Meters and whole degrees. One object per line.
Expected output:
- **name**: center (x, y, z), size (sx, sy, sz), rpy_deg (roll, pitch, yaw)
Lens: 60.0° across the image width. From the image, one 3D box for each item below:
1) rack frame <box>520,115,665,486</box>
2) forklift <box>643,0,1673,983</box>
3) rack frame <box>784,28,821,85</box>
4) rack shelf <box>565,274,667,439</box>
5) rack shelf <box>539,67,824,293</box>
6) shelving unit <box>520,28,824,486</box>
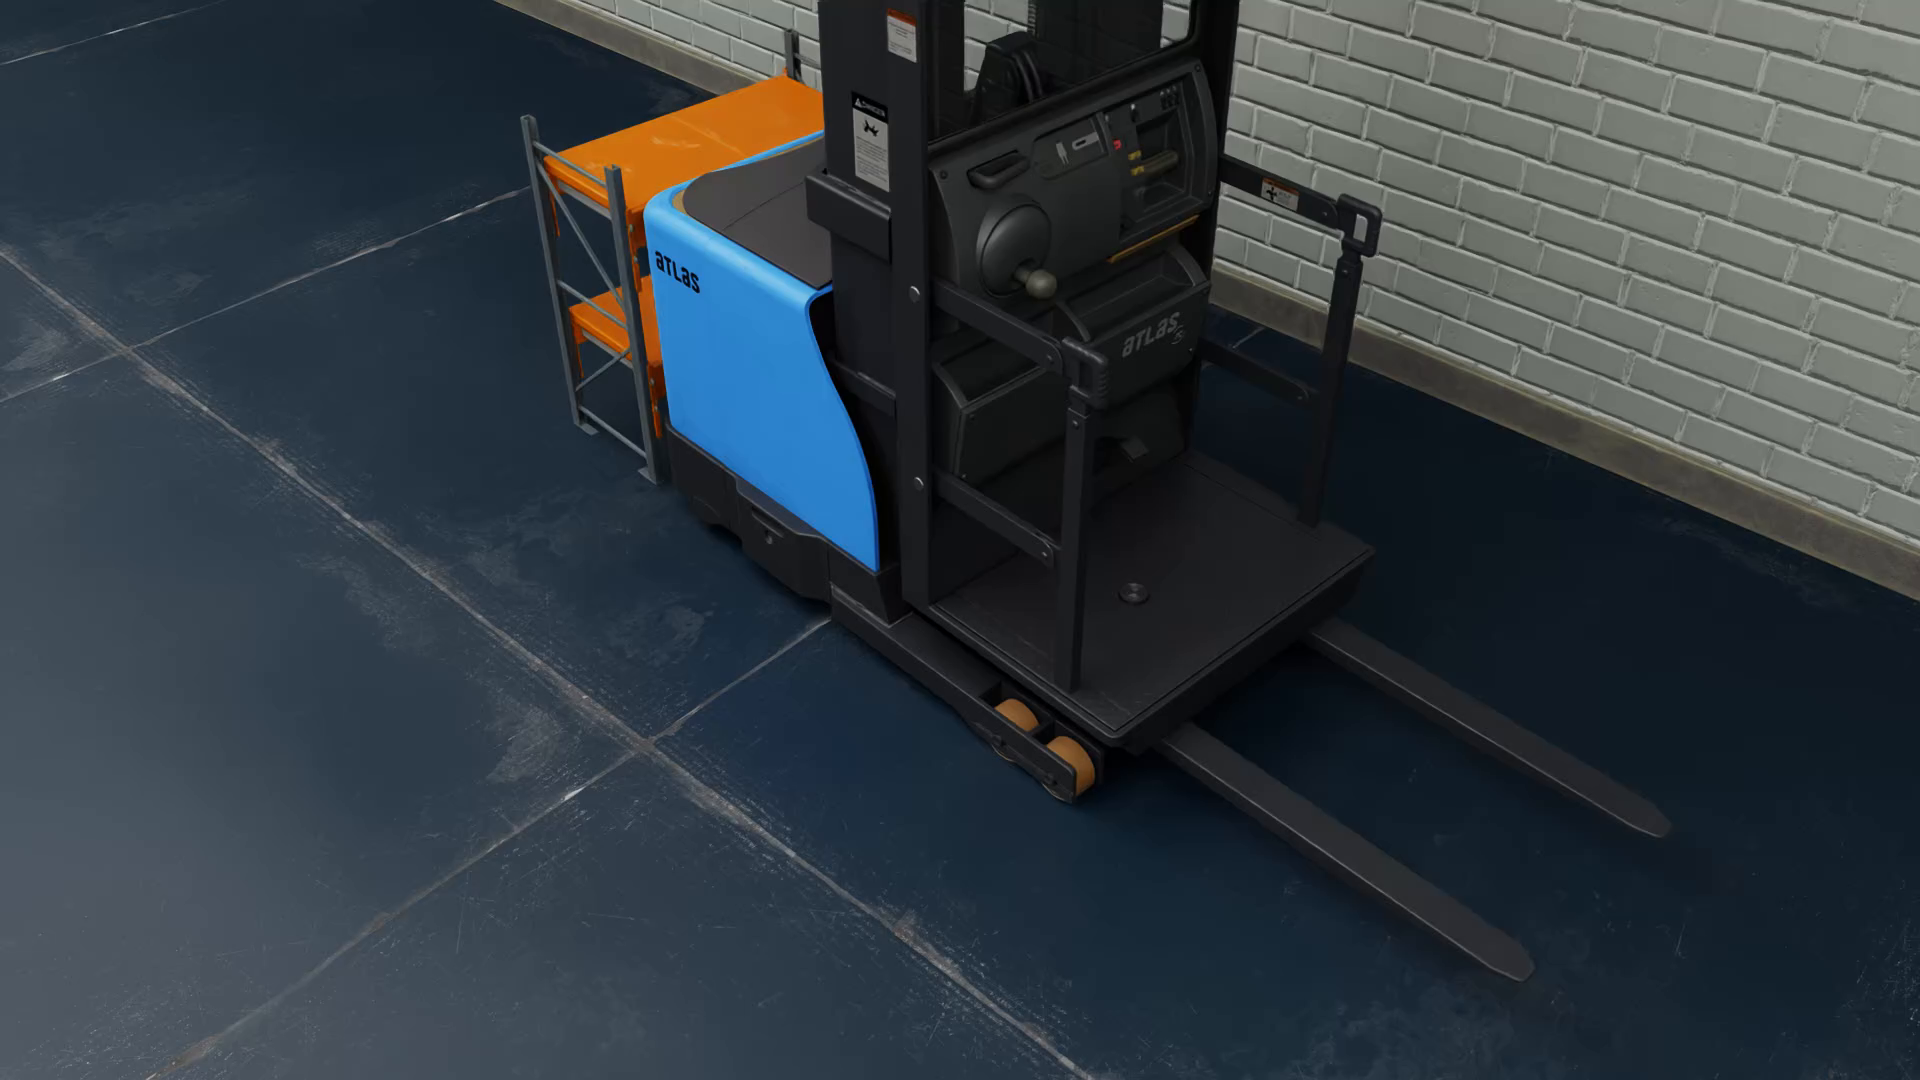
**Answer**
- **rack frame**: center (-1.157, -0.738, 5.274), size (0.032, 1.125, 0.500), rpy_deg (-30, 47, -32)
- **forklift**: center (0.448, -0.826, 3.933), size (1.130, 2.935, 3.031), rpy_deg (-30, 47, -32)
- **rack frame**: center (-0.413, -1.169, 5.816), size (0.032, 1.125, 0.500), rpy_deg (-30, 47, -32)
- **rack shelf**: center (-0.785, -0.762, 5.697), size (1.000, 0.278, 0.538), rpy_deg (-30, 47, -32)
- **rack shelf**: center (-0.785, -1.183, 5.363), size (1.000, 0.278, 0.538), rpy_deg (-30, 47, -32)
- **shelving unit**: center (-0.785, -0.954, 5.545), size (1.048, 1.125, 0.538), rpy_deg (-30, 47, -32)
